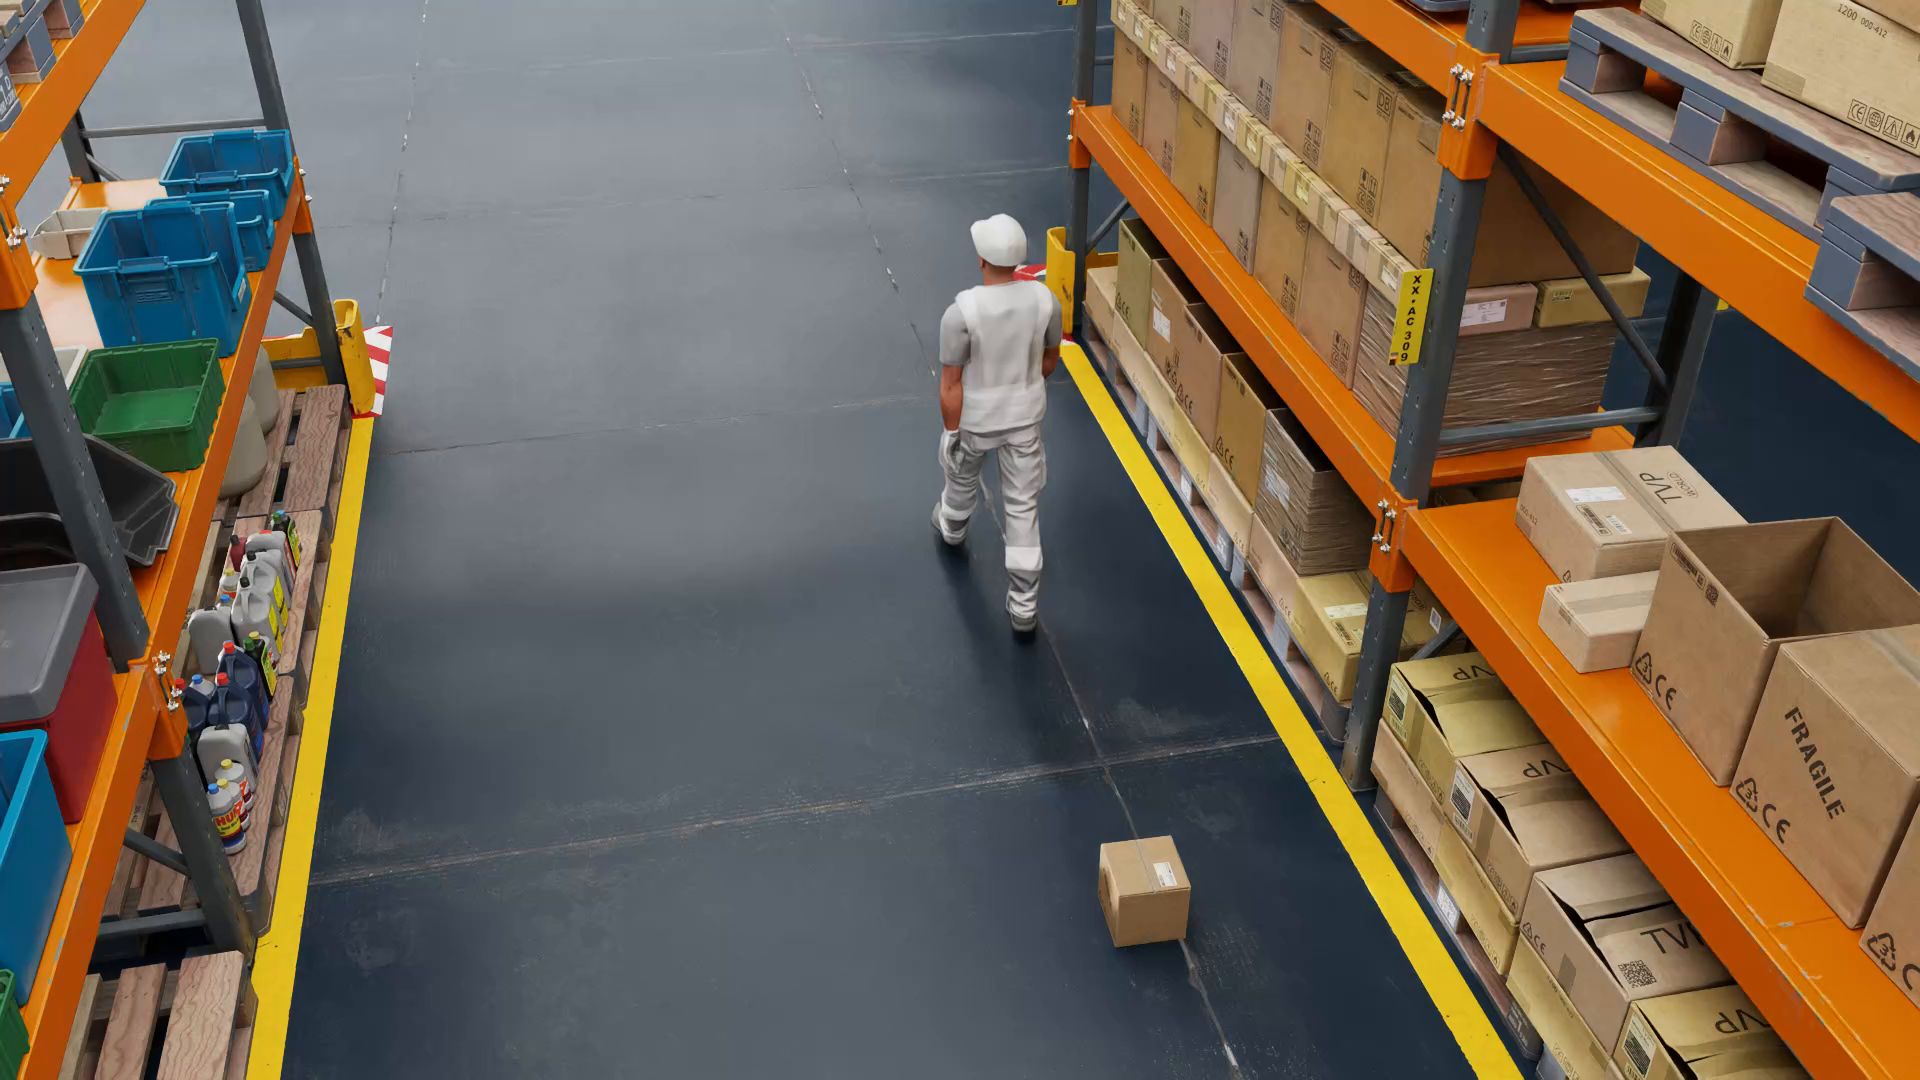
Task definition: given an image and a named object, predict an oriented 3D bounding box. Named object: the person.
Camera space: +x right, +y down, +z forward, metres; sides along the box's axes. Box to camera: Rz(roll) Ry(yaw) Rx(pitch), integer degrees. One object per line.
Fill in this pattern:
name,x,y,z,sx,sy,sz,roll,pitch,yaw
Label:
person,0.135,-0.585,6.949,0.540,1.725,1.031,-8,35,-11
